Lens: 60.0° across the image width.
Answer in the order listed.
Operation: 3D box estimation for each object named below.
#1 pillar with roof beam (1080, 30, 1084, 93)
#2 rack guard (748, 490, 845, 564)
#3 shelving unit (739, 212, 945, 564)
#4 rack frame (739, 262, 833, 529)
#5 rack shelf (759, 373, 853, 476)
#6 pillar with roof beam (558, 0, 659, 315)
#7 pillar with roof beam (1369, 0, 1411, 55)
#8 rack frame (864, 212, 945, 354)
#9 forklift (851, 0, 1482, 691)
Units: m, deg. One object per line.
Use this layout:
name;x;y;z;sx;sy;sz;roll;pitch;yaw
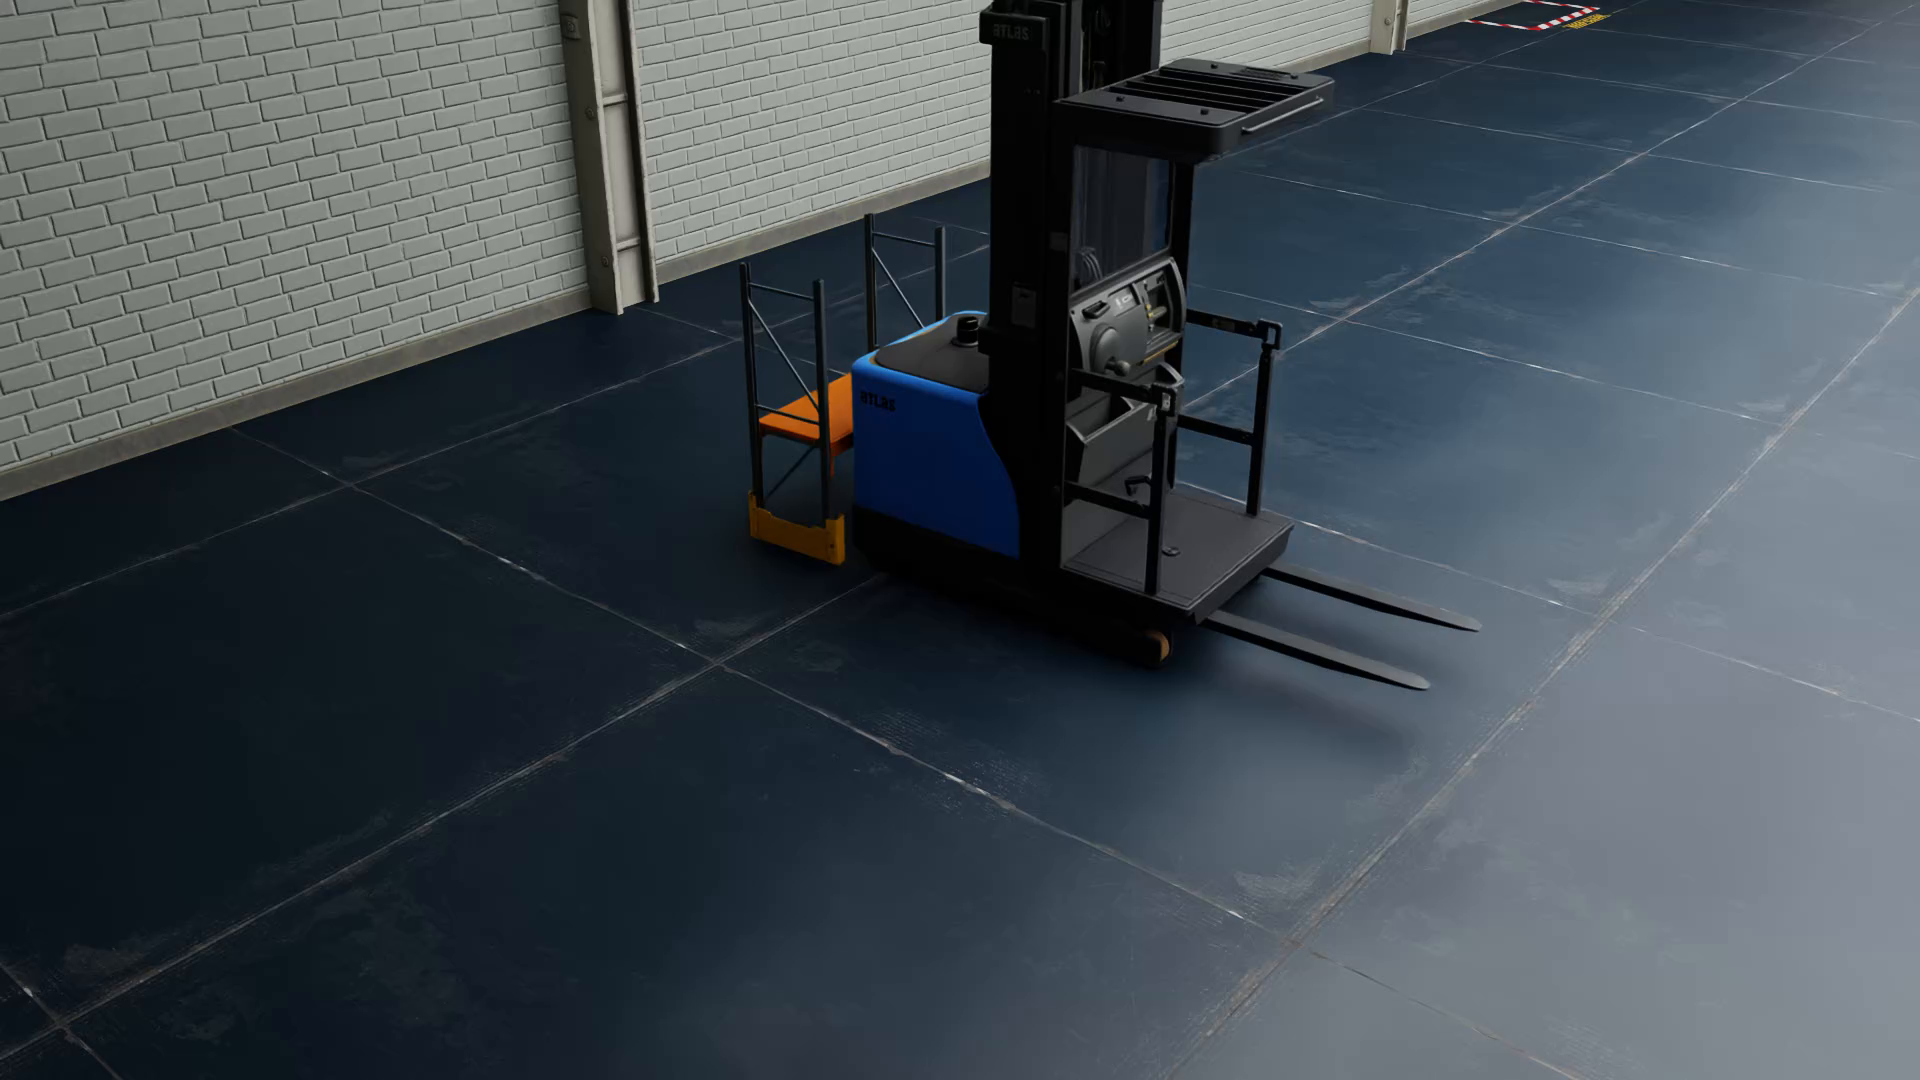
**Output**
pillar with roof beam;4.706;-6.585;11.684;9.100;9.000;0.400;21;34;34
rack guard;-0.849;-0.074;8.620;0.587;0.250;0.087;17;32;30
shelving unit;-0.571;-0.819;8.701;0.587;1.500;1.083;17;32;30
rack frame;-0.859;-0.621;8.319;0.500;1.500;0.032;17;32;30
rack shelf;-0.576;-0.656;8.777;0.538;0.185;1.000;17;32;30
pillar with roof beam;0.890;-4.457;7.572;9.100;9.000;0.400;21;34;34
pillar with roof beam;8.523;-8.712;15.797;9.100;9.000;0.400;21;34;34
rack frame;-0.294;-1.009;9.069;0.500;1.500;0.032;17;32;30
forklift;0.943;-1.001;7.496;3.031;2.935;1.130;18;33;31
